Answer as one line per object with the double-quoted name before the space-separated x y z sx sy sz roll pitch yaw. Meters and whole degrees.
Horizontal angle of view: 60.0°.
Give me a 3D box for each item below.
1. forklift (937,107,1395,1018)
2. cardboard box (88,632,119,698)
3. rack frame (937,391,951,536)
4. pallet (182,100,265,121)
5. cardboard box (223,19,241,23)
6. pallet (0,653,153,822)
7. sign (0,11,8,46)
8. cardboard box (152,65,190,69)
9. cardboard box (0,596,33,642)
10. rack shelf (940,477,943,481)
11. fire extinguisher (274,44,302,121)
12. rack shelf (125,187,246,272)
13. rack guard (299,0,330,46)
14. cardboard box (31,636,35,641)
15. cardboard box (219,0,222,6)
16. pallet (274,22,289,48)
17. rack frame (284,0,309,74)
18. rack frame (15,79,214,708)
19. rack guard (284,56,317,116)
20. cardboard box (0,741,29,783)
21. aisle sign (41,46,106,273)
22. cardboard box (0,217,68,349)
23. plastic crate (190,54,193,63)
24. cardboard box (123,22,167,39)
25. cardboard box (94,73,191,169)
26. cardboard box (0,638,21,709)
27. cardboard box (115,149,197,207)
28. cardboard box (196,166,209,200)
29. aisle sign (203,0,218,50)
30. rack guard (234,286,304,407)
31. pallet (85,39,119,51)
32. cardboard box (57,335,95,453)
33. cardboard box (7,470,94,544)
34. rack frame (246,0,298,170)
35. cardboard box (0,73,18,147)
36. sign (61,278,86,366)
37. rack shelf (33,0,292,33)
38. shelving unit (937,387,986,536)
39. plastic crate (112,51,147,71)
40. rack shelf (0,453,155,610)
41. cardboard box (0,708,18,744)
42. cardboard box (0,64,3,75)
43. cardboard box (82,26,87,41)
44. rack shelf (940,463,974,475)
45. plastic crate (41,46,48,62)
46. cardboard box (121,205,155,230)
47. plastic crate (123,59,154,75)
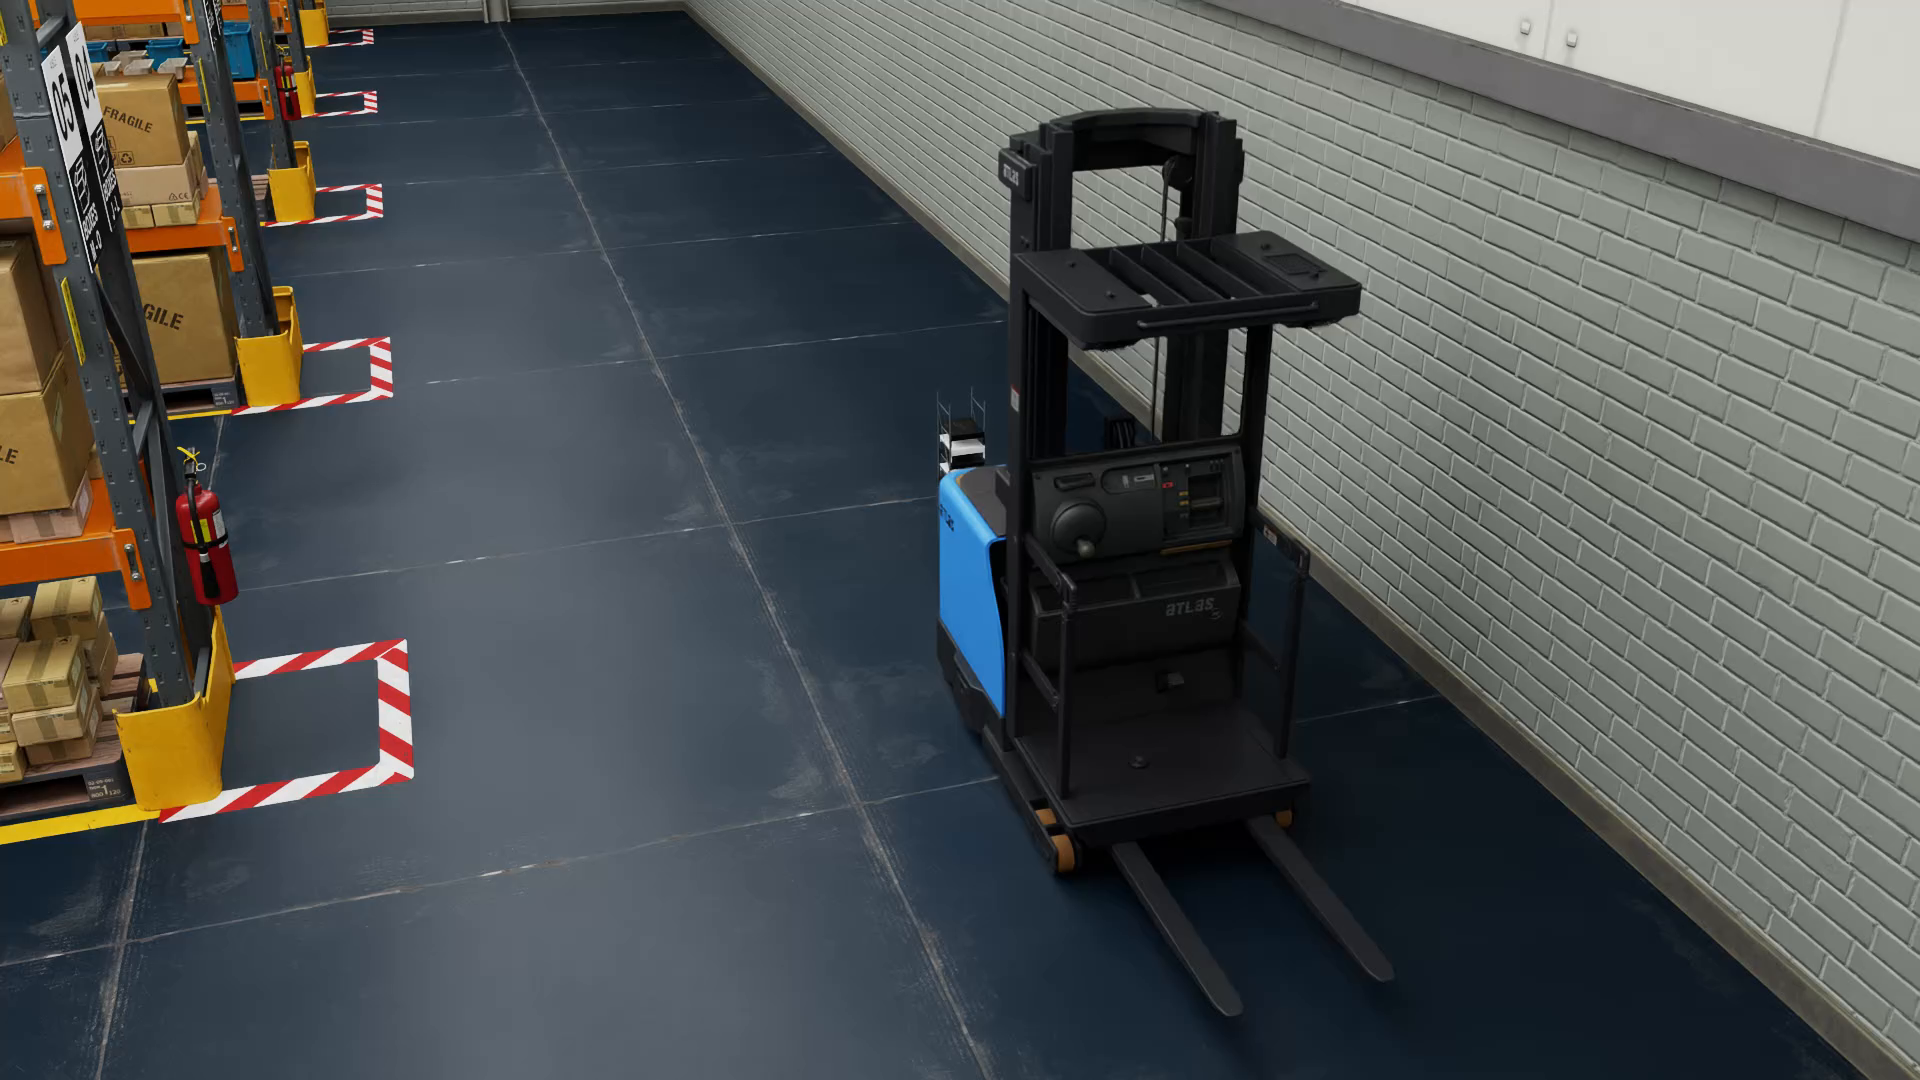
"forklift" 0.811 -0.118 6.692 1.130 2.935 3.031 -8 27 -16
"cardboard box" -4.169 0.607 7.888 0.250 0.149 0.380 -8 27 -15
"rack frame" -0.089 -0.390 9.524 0.006 0.900 0.240 -8 28 -16
"pallet" -8.906 -5.349 20.288 1.213 0.211 1.003 -8 28 -16
"cardboard box" -10.723 -7.674 24.173 0.500 0.500 0.700 -8 28 -16
"pallet" -4.427 0.938 7.624 1.213 0.211 1.003 -8 28 -16
"sign" -3.419 -1.922 5.878 0.005 0.325 0.100 -8 28 -16
"cardboard box" -9.631 -5.592 20.237 0.500 0.250 0.500 -8 28 -16
"cardboard box" -4.400 0.421 7.594 0.250 0.149 0.380 -8 27 -15
"rack shelf" 0.008 -0.294 9.607 0.200 0.077 0.258 -8 28 -16
"fire extinguisher" -6.261 -4.251 15.446 0.183 0.674 0.296 -8 28 -16
"rack shelf" -6.913 -1.932 11.078 4.000 0.370 1.077 -8 28 -16
"rack guard" -9.590 -7.696 24.691 0.348 0.500 1.175 -8 28 -16
"cardboard box" -4.427 0.514 7.740 0.250 0.149 0.380 -8 28 -16
"cardboard box" -8.909 -6.514 19.385 0.500 0.500 0.500 -8 28 -16
"pallet" -10.349 -7.421 24.460 1.213 0.211 1.003 -8 28 -16
"rack frame" -8.076 -6.719 19.910 0.127 3.000 1.000 -8 28 -16
"rack frame" -3.571 -0.419 7.220 0.127 3.000 1.000 -8 28 -16
"rack guard" -8.148 -5.589 20.445 0.348 0.500 1.175 -8 28 -16
"cardboard box" -4.221 0.909 7.280 0.250 0.149 0.380 -7 27 -15
"aisle sign" -3.409 -1.466 6.407 0.004 0.787 0.394 -8 28 -16
"cardboard box" -4.081 -1.095 7.011 0.500 0.500 0.500 -8 28 -16
"plastic crate" -7.212 -4.629 15.930 0.298 0.136 0.250 -8 28 -16
"cardboard box" -11.706 -7.528 23.878 0.500 0.500 0.700 -8 27 -15
"cardboard box" -5.393 -2.754 10.914 0.500 0.500 0.500 -8 27 -15
"cardboard box" -4.253 0.594 7.245 0.250 0.149 0.380 -8 27 -15
"cardboard box" -5.390 -2.417 11.079 0.500 0.250 0.500 -9 28 -17
"cardboard box" -5.451 -2.508 11.711 0.250 0.149 0.380 -8 27 -16
"aisle sign" -4.850 -3.577 10.659 0.004 0.787 0.394 -8 28 -16
"rack guard" -4.988 -1.414 12.035 0.348 0.500 1.175 -8 28 -16
"pallet" -12.669 -7.085 23.783 1.213 0.211 1.003 -8 28 -16
"cardboard box" -4.084 -0.652 7.243 0.500 0.500 0.500 -7 27 -14
"cardboard box" -3.794 -0.142 6.945 0.250 0.149 0.380 -8 28 -16
"rack frame" -6.545 -4.624 15.691 0.127 3.000 1.000 -8 28 -16
"cardboard box" -4.077 -1.741 6.680 0.500 0.250 0.500 -7 27 -14
"sign" -3.419 -0.842 6.414 0.005 0.325 0.100 -8 28 -16
"rack shelf" -9.977 -6.121 19.516 4.000 0.370 1.077 -8 28 -16
"shelving unit" 0.008 -0.404 9.552 0.210 0.900 0.258 -8 28 -16
"plastic crate" -7.857 -4.535 15.741 0.298 0.136 0.250 -8 28 -16
"rack shelf" -5.473 0.179 6.826 4.000 0.370 1.077 -8 28 -16
"cardboard box" -4.250 0.743 7.279 0.250 0.149 0.380 -9 28 -17
"cardboard box" -4.079 -1.967 6.572 0.500 0.250 0.500 -8 27 -15
"cardboard box" -12.674 -7.390 23.601 0.500 0.500 0.700 -8 27 -15
"rack shelf" 0.008 -0.374 9.567 0.200 0.077 0.258 -8 28 -16
"plastic crate" -8.419 -4.458 15.478 0.300 0.233 0.416 -8 28 -16
"cardboard box" -5.495 -2.193 11.076 0.250 0.149 0.380 -8 27 -16
"plastic crate" -7.544 -4.310 15.288 0.243 0.136 0.396 -8 28 -16
